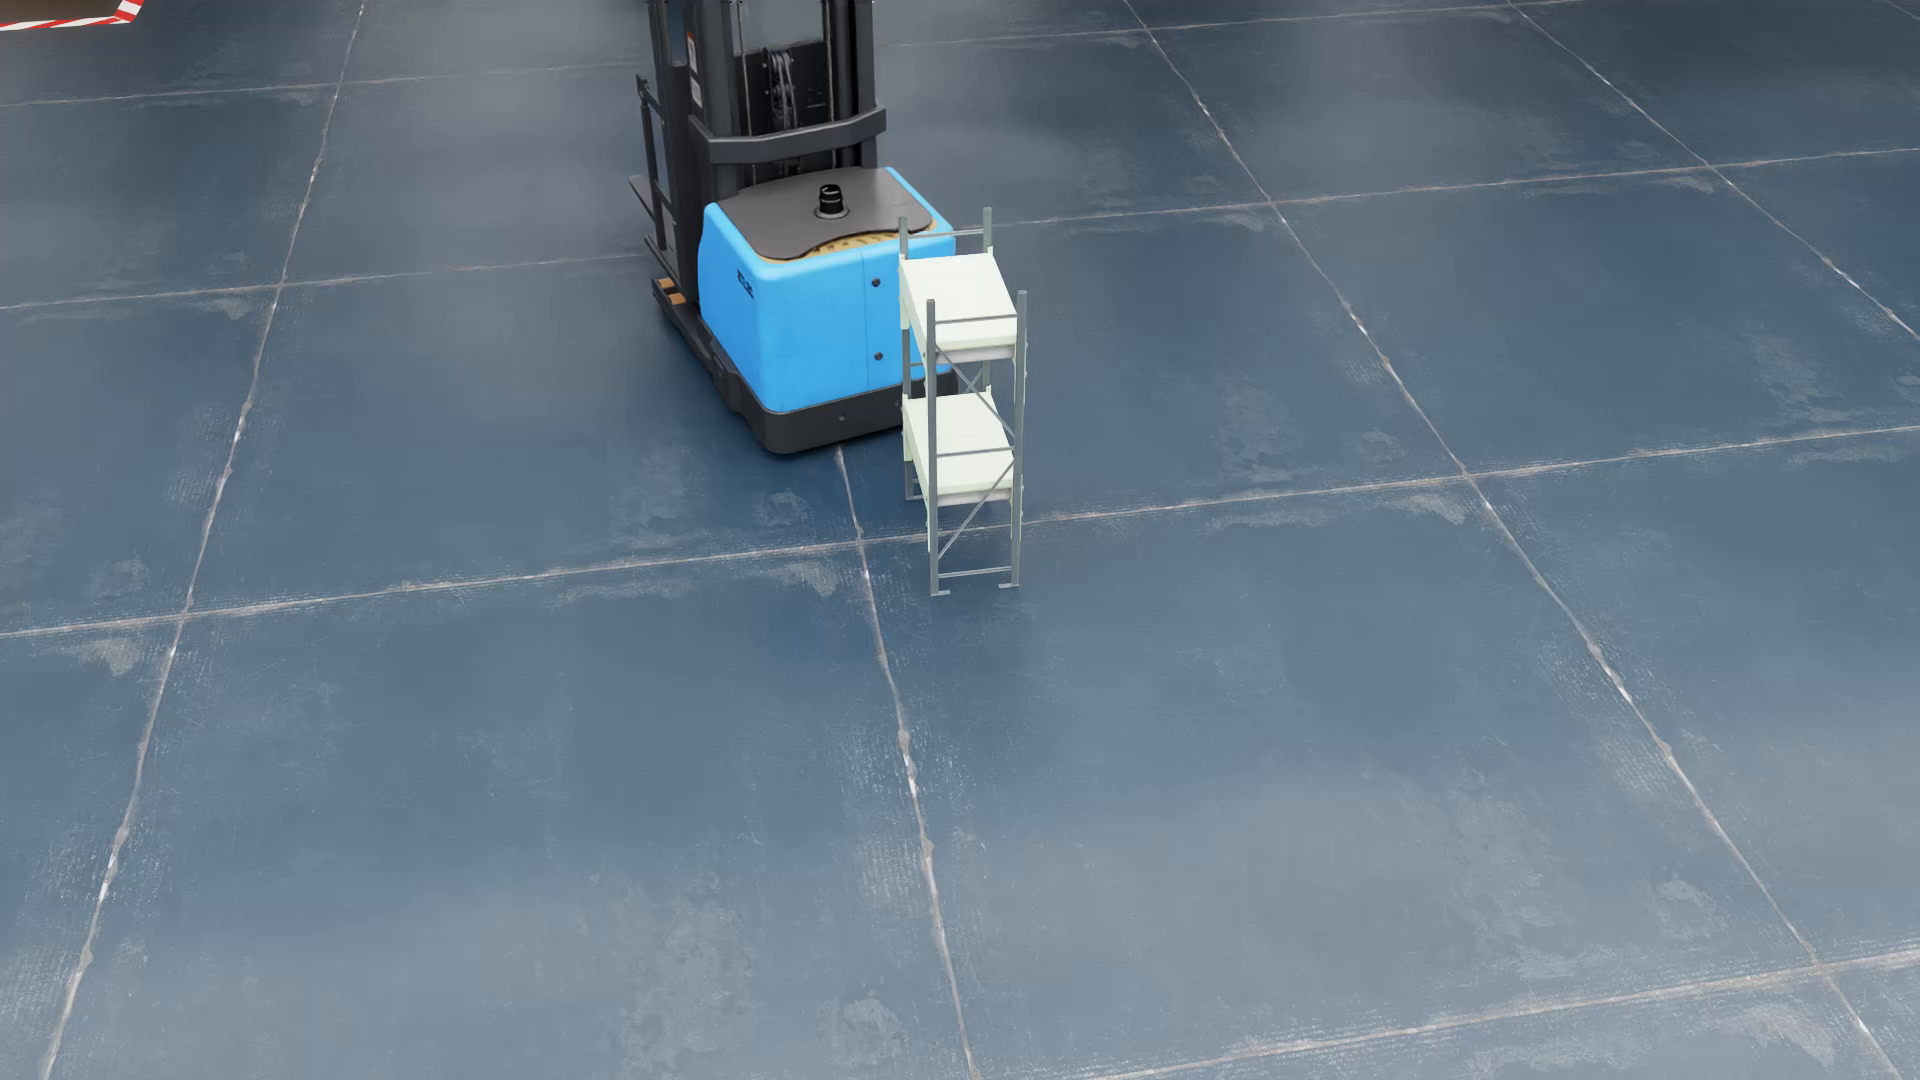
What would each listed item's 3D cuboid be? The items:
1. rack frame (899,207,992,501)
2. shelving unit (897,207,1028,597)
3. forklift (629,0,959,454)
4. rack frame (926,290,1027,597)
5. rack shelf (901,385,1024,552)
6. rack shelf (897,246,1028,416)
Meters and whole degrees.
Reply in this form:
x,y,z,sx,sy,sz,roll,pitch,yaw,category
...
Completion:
x,y,z,sx,sy,sz,roll,pitch,yaw,category
-0.063,-0.809,7.569,0.400,1.500,0.023,-6,38,-8,rack frame
0.001,-0.588,7.285,0.431,1.500,0.755,-6,38,-8,shelving unit
-1.094,-2.478,8.550,1.130,2.935,3.031,-16,41,-20,forklift
0.065,-0.367,7.000,0.400,1.500,0.023,-6,38,-8,rack frame
0.001,-0.331,7.485,0.431,0.370,0.720,-6,38,-8,rack shelf
0.001,-0.896,7.045,0.431,0.370,0.720,-6,38,-8,rack shelf
